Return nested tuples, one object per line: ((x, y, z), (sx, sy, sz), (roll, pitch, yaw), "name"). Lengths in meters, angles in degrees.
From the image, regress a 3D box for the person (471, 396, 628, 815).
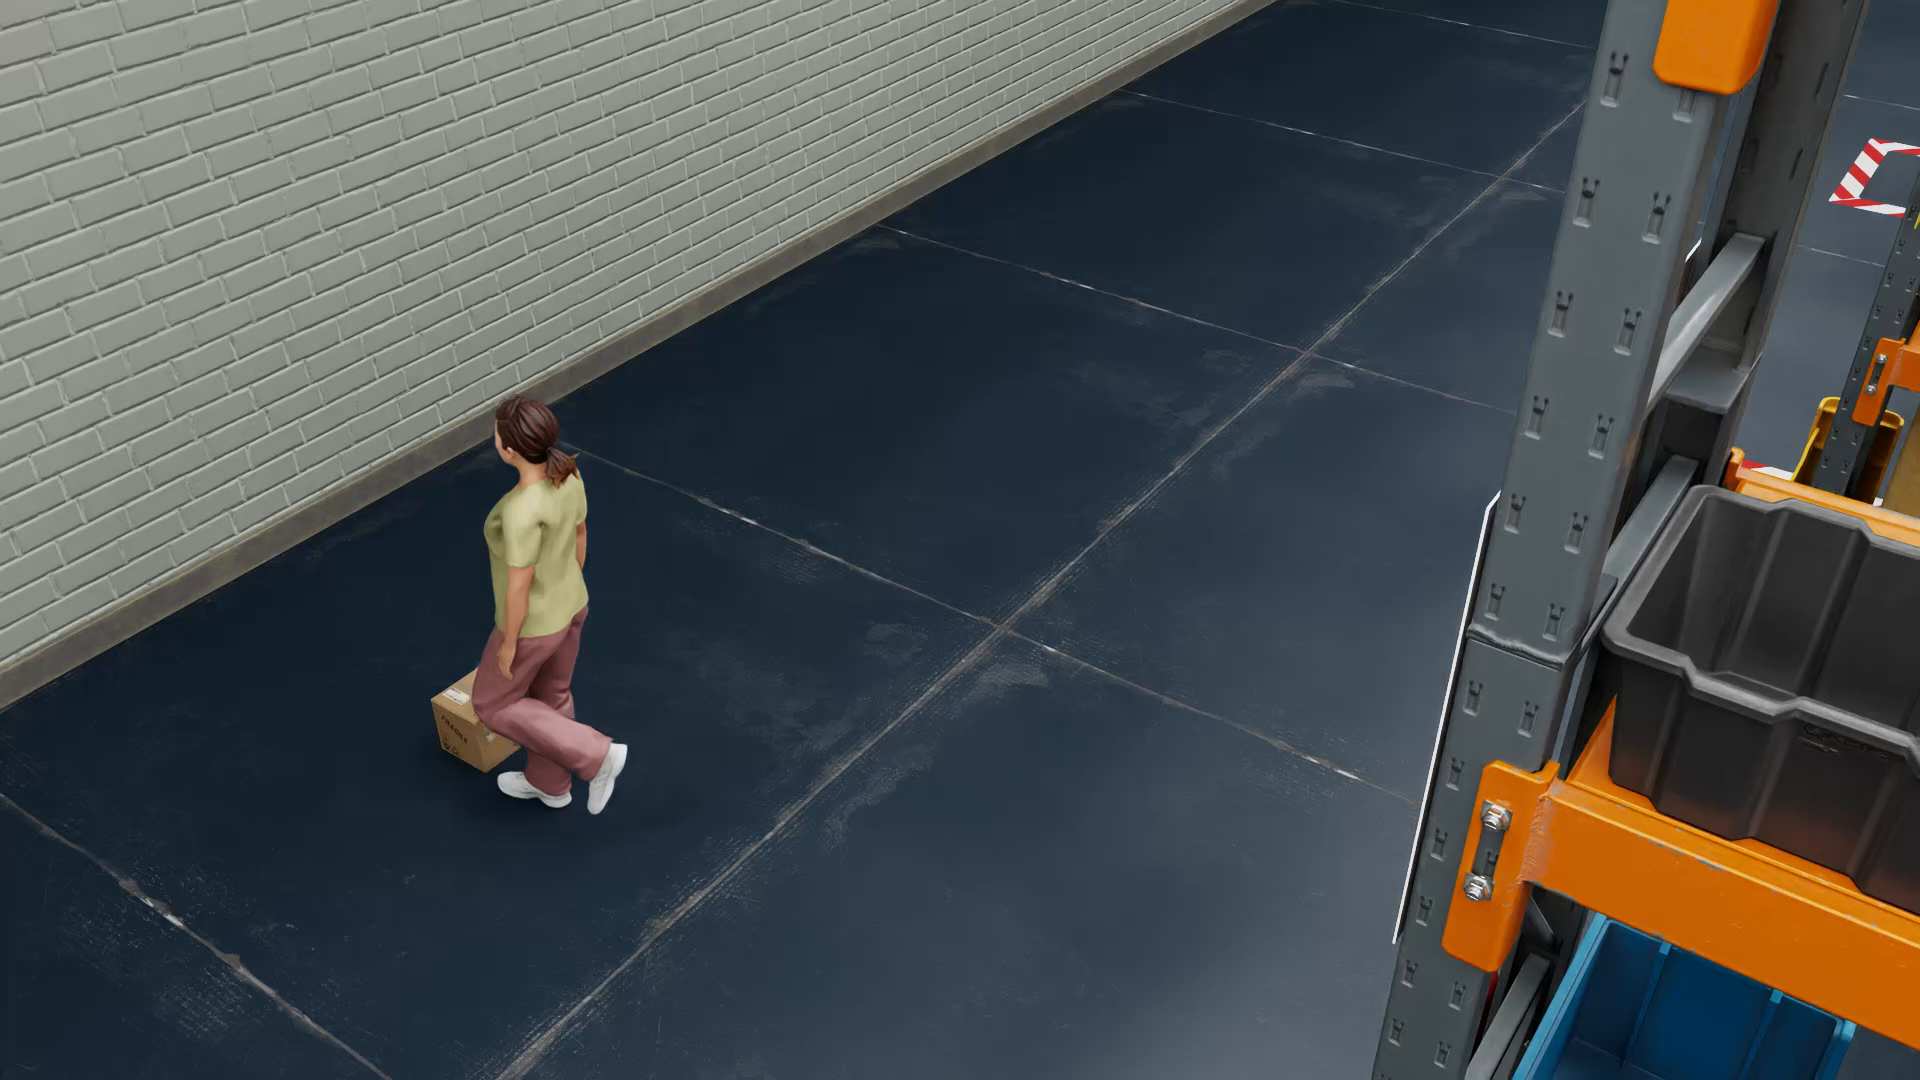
((-1.437, 0.266, 5.751), (0.599, 1.666, 0.508), (10, 36, 14), "person")
